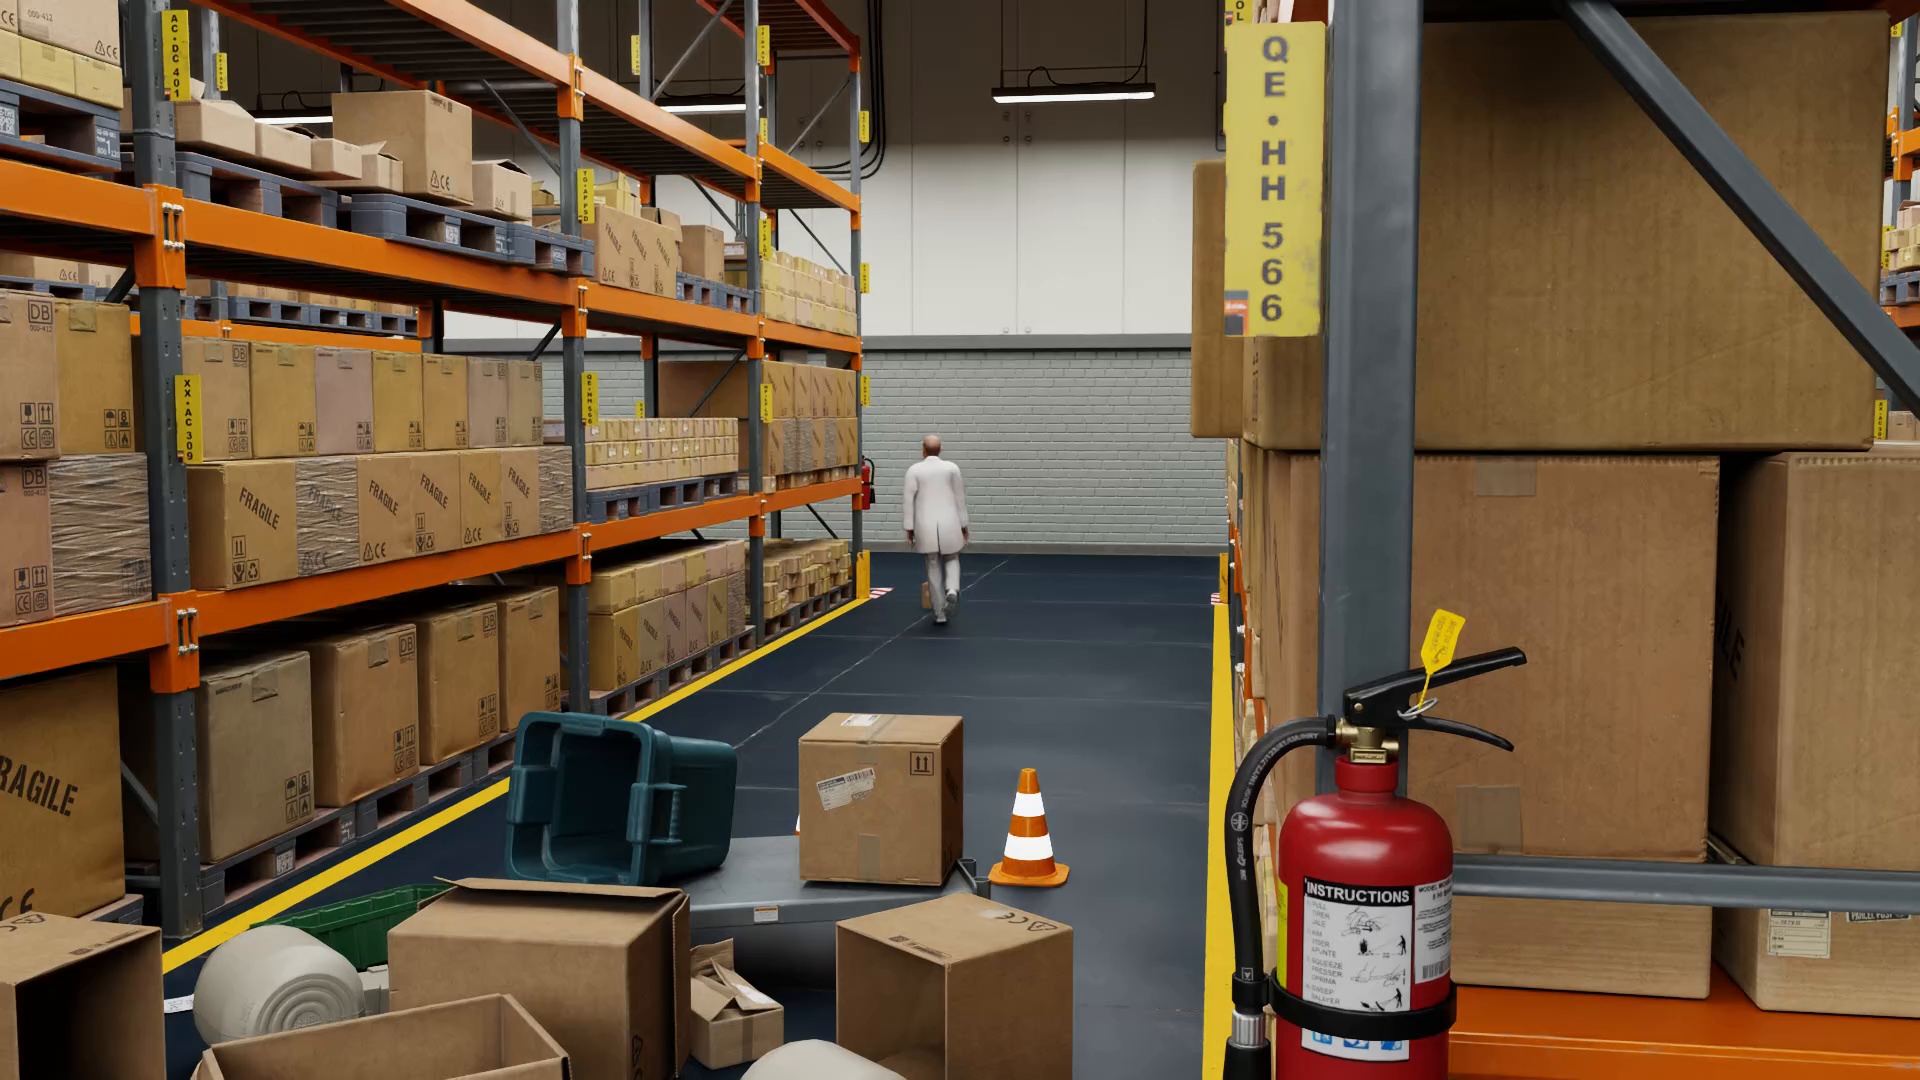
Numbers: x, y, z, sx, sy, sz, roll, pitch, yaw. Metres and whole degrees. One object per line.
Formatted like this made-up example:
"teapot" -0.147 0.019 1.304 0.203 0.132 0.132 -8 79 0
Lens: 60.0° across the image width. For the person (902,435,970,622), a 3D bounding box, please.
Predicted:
"person" -0.220 -0.108 15.735 0.643 1.771 0.592 0 4 -4
